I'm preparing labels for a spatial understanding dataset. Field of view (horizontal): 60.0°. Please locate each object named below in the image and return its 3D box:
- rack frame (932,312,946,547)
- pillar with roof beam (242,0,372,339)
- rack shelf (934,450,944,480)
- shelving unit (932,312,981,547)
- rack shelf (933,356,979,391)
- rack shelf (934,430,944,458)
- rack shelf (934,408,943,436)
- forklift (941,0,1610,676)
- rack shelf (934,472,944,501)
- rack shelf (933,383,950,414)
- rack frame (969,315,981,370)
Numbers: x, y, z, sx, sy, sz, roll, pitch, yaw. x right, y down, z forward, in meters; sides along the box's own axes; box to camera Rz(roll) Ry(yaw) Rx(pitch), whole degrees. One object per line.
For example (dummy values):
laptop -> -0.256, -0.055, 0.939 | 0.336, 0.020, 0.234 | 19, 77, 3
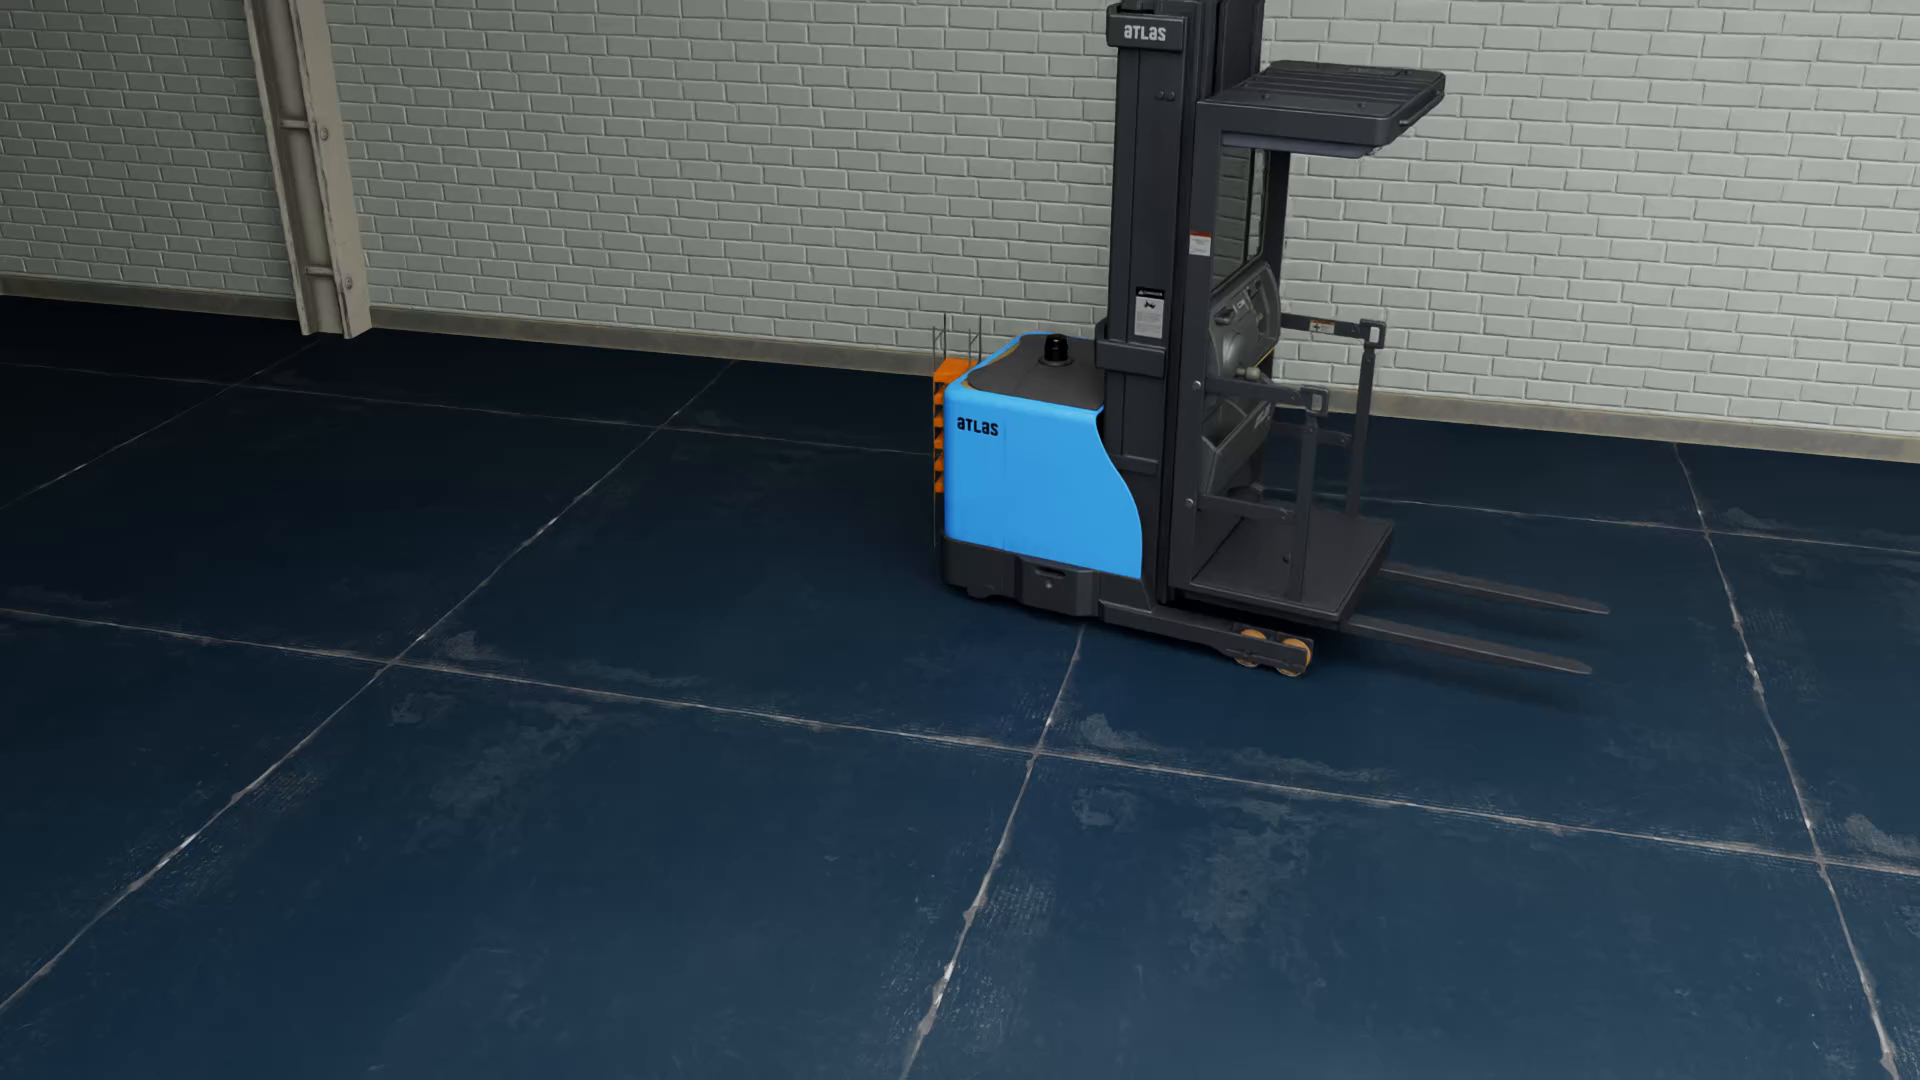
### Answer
rack frame -> -0.103, -0.553, 8.516 | 0.006, 1.200, 0.240 | 6, 26, 13
pillar with roof beam -> -5.524, -3.773, 6.207 | 0.400, 9.000, 9.100 | 6, 26, 13
rack shelf -> -0.014, -0.395, 8.566 | 0.180, 0.103, 0.258 | 6, 26, 13
shelving unit -> -0.014, -0.543, 8.495 | 0.189, 1.200, 0.258 | 6, 26, 13
rack shelf -> -0.014, -0.828, 8.360 | 0.180, 0.103, 0.258 | 6, 26, 13
rack shelf -> -0.014, -0.503, 8.514 | 0.180, 0.103, 0.258 | 6, 26, 13
rack shelf -> -0.014, -0.612, 8.463 | 0.180, 0.103, 0.258 | 6, 26, 13
forklift -> 1.460, -0.972, 7.383 | 3.031, 2.935, 1.130 | 12, 28, 24
rack shelf -> -0.014, -0.286, 8.618 | 0.180, 0.103, 0.258 | 6, 26, 13
rack shelf -> -0.014, -0.720, 8.411 | 0.180, 0.103, 0.258 | 6, 26, 13
rack frame -> 0.075, -0.533, 8.475 | 0.006, 1.200, 0.240 | 6, 26, 13
